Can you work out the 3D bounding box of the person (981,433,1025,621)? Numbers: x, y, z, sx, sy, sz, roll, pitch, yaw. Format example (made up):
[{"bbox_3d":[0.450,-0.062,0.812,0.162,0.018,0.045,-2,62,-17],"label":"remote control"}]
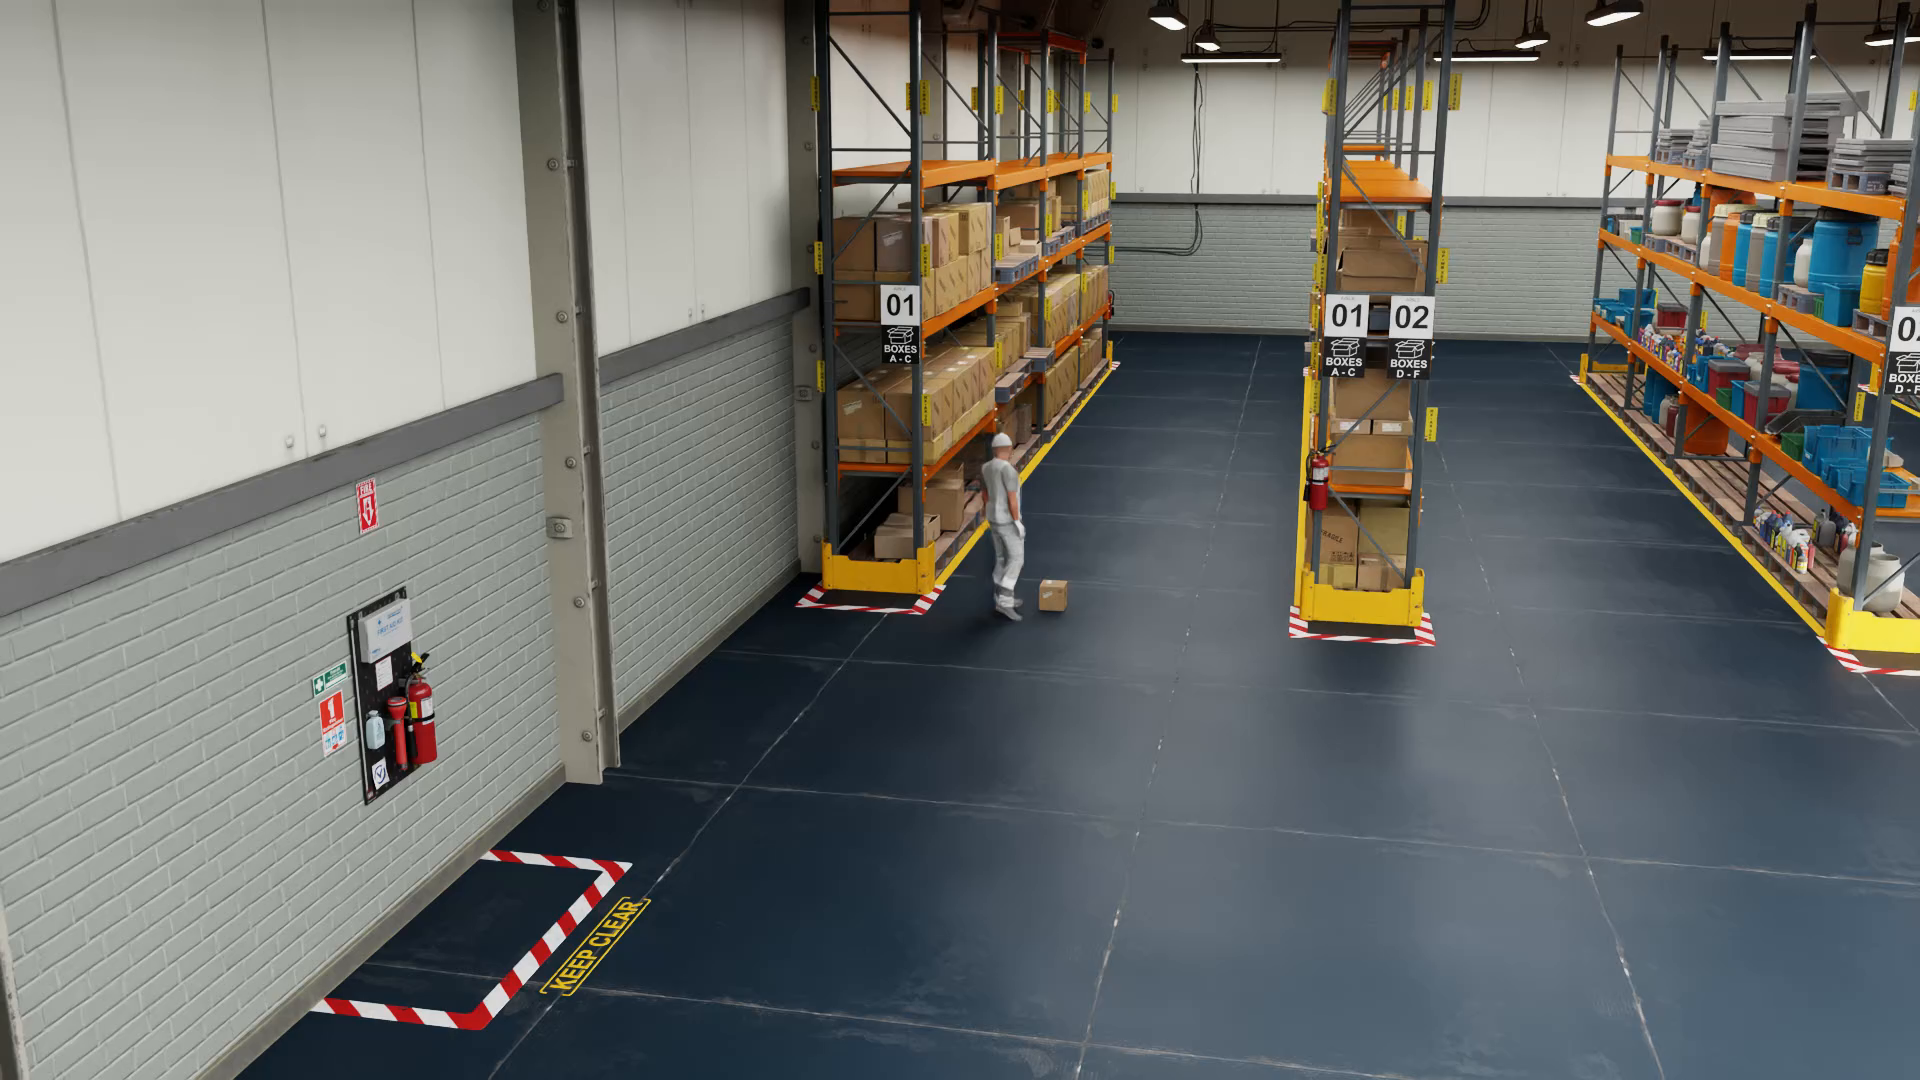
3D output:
[{"bbox_3d":[0.469,-0.156,16.533,0.419,1.812,0.721,-7,16,-25],"label":"person"}]
